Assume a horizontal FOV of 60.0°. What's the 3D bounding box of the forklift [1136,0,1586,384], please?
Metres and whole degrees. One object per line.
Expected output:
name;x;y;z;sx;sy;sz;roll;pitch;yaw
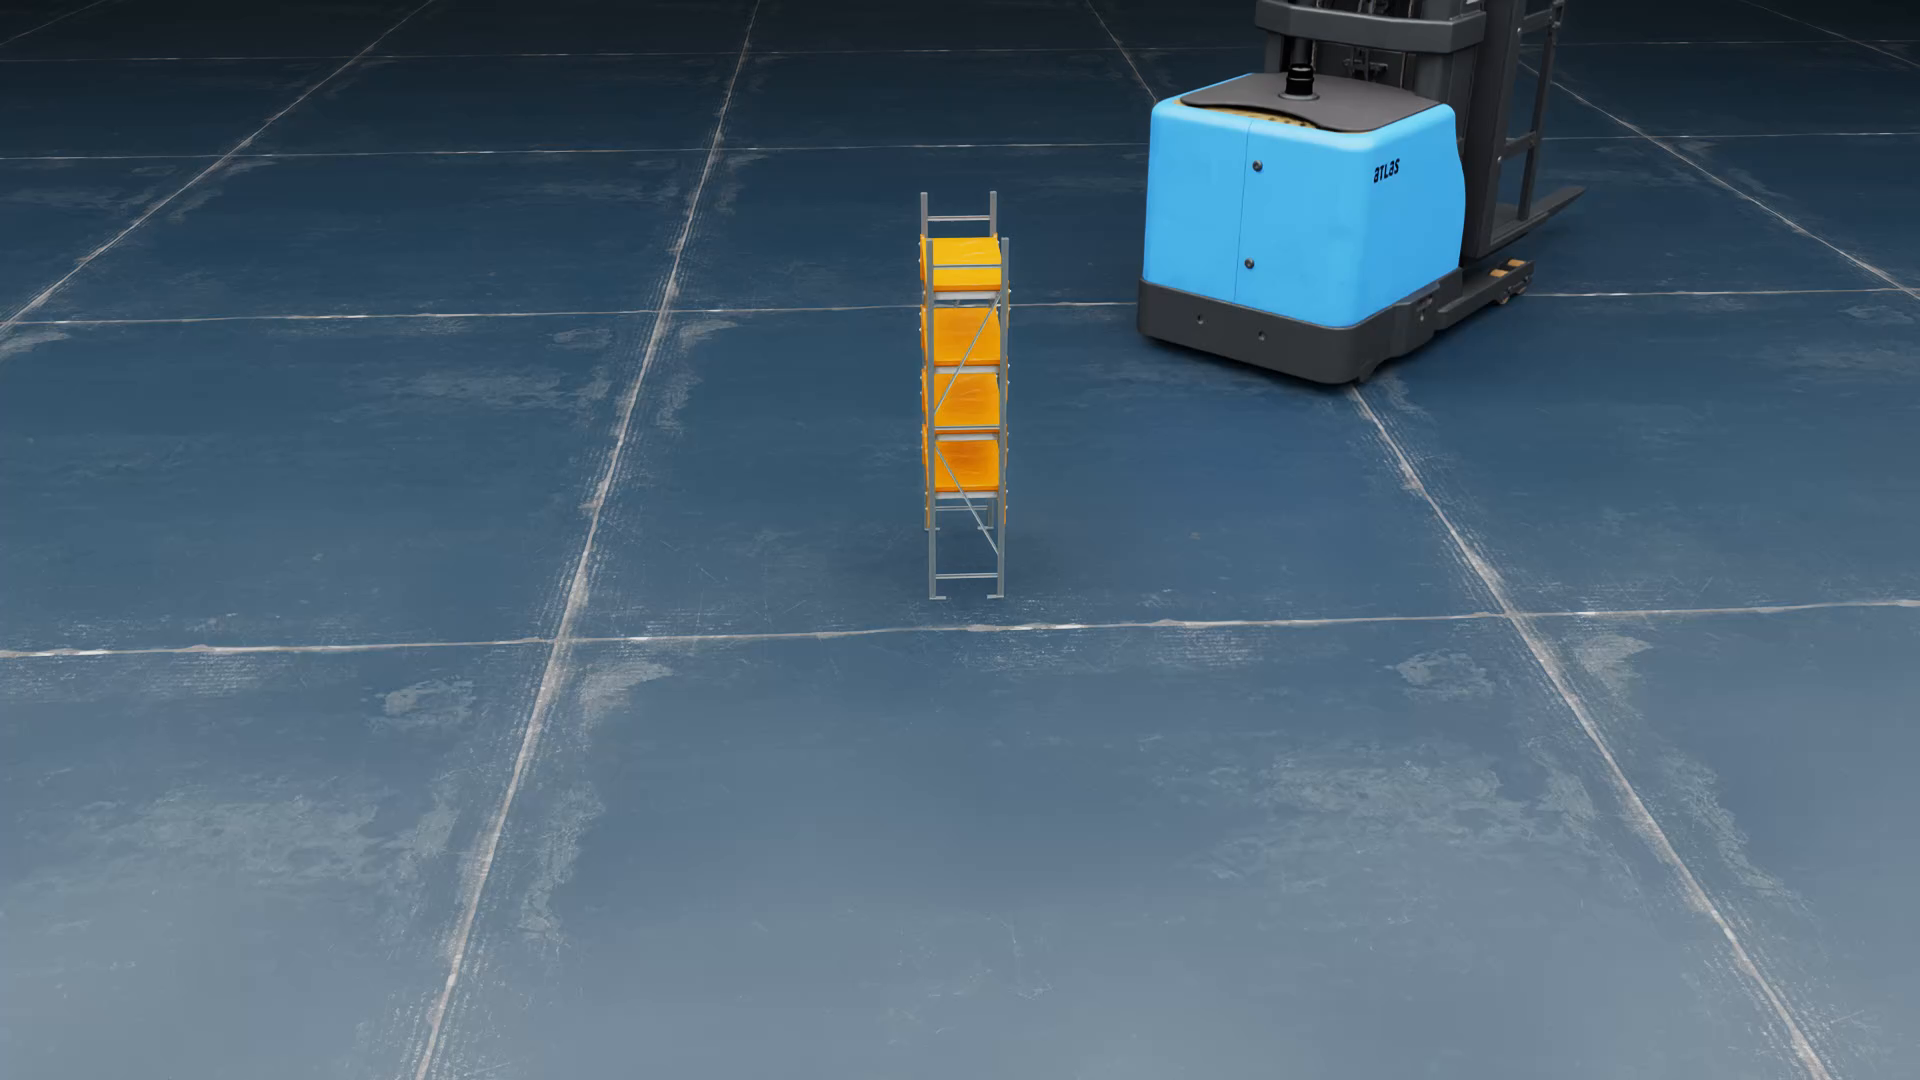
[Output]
forklift;2.116;-2.548;7.466;1.130;2.935;3.031;21;34;35

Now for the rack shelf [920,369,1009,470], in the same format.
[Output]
rack shelf;0.009;-0.396;5.357;0.258;0.148;0.480;-1;28;-3

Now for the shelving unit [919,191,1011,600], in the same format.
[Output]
shelving unit;0.009;-0.456;5.326;0.258;1.200;0.503;-1;28;-3

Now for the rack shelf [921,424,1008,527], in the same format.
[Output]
rack shelf;0.009;-0.220;5.449;0.258;0.148;0.480;-1;28;-3

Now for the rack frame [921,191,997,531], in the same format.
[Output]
rack frame;-0.004;-0.568;5.542;0.240;1.200;0.015;-1;28;-3

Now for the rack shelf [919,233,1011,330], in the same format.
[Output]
rack shelf;0.009;-0.804;5.144;0.258;0.148;0.480;-1;28;-3

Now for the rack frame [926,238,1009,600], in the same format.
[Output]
rack frame;0.021;-0.343;5.110;0.240;1.200;0.015;-1;28;-3

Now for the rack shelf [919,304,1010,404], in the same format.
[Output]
rack shelf;0.009;-0.594;5.254;0.258;0.148;0.480;-1;28;-3
